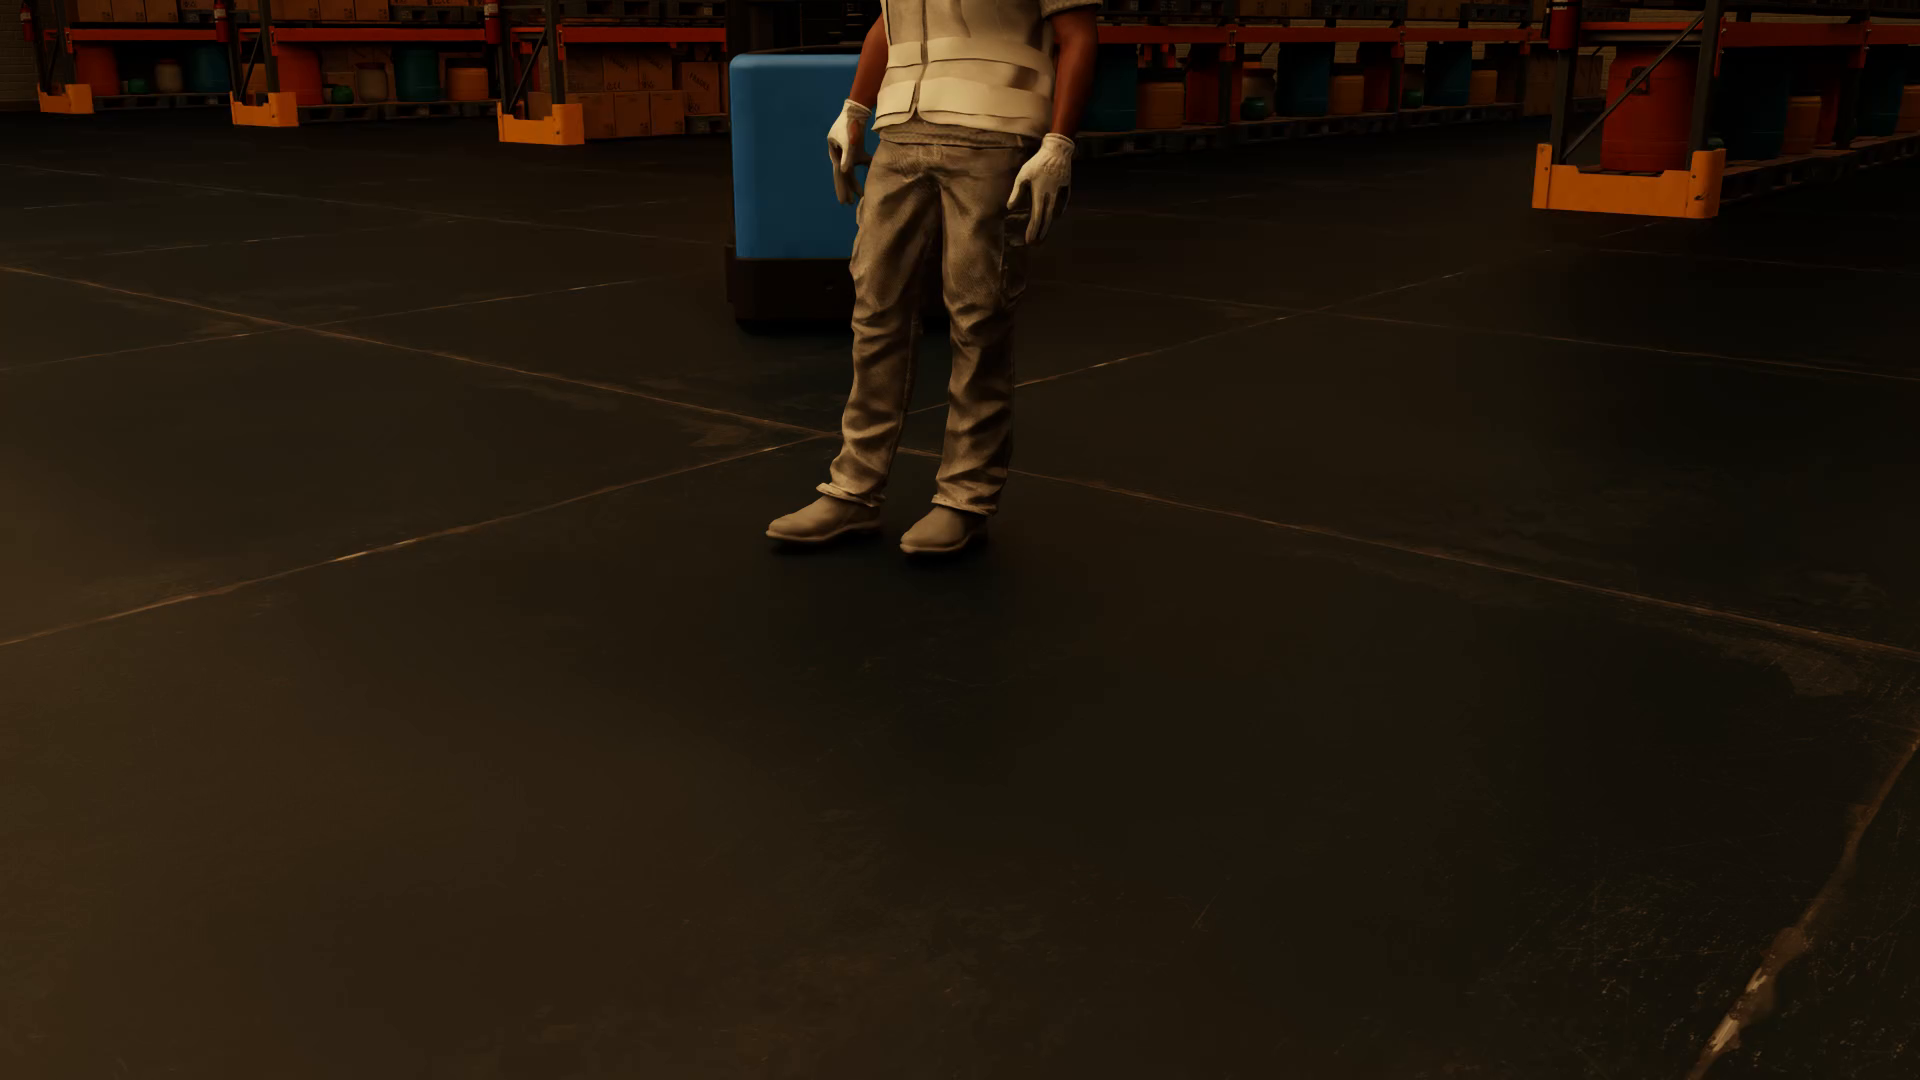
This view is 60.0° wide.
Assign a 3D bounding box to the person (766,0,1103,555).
[{"bbox_3d":[-0.052,-0.846,3.633,0.656,1.782,0.577,13,21,37],"label":"person"}]

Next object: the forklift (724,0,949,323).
[{"bbox_3d":[-0.534,-2.649,7.620,1.130,2.935,3.031,-2,17,-6],"label":"forklift"}]
